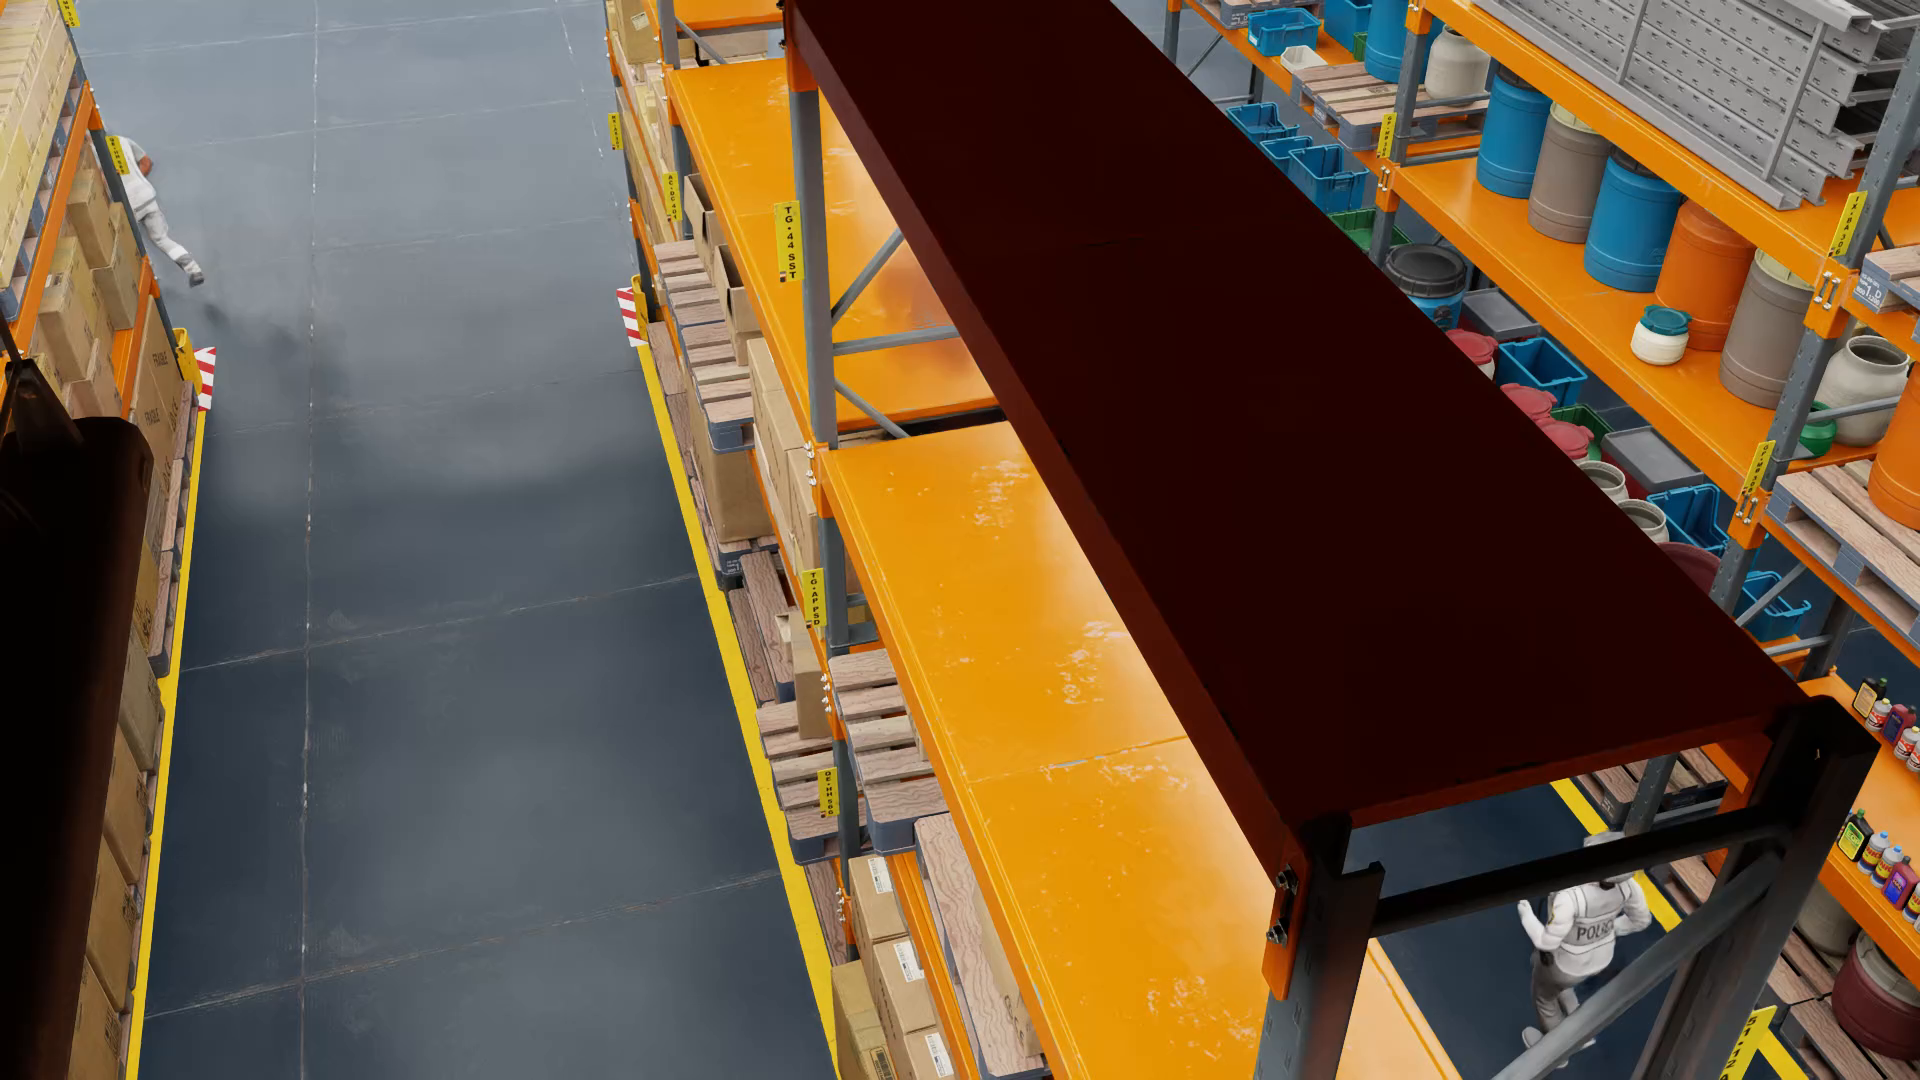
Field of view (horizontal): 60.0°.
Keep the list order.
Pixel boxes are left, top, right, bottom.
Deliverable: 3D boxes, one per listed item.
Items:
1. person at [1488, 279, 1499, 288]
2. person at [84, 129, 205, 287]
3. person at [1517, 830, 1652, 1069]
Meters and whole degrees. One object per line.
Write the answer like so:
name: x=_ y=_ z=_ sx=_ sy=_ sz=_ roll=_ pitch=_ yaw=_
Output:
person: x=4.723 y=-2.290 z=14.315 sx=0.566 sy=1.699 sz=0.929 roll=-10 pitch=39 yaw=-12
person: x=-7.523 y=-3.018 z=15.292 sx=1.055 sy=1.733 sz=0.694 roll=16 pitch=41 yaw=19
person: x=3.070 y=2.059 z=8.437 sx=0.604 sy=1.663 sz=0.529 roll=-17 pitch=41 yaw=-20
